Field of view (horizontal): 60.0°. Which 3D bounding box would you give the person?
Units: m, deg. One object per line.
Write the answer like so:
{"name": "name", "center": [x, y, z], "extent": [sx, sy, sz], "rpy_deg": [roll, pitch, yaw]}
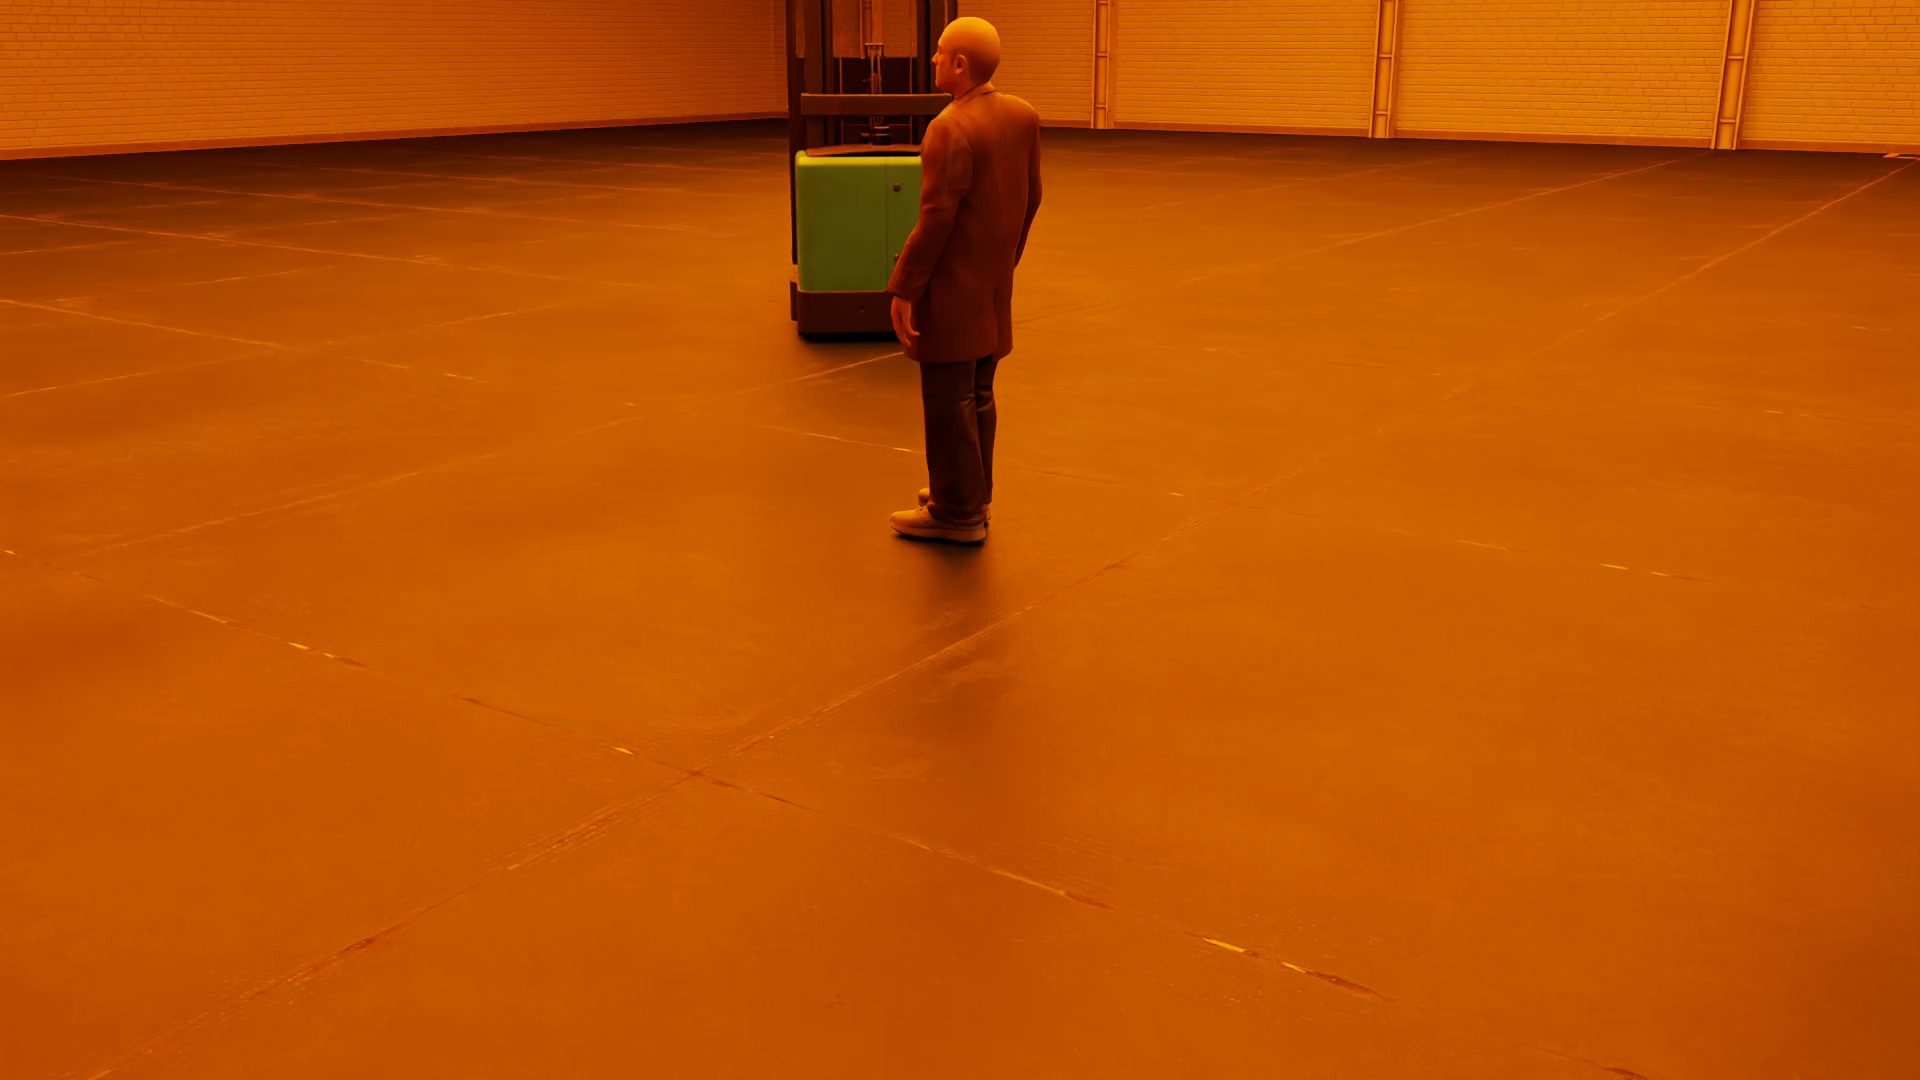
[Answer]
{"name": "person", "center": [-0.072, -0.875, 5.745], "extent": [0.582, 1.776, 0.696], "rpy_deg": [11, 20, 33]}

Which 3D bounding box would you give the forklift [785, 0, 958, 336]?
{"name": "forklift", "center": [-0.585, -2.994, 10.845], "extent": [1.130, 2.935, 3.031], "rpy_deg": [-2, 17, -6]}
